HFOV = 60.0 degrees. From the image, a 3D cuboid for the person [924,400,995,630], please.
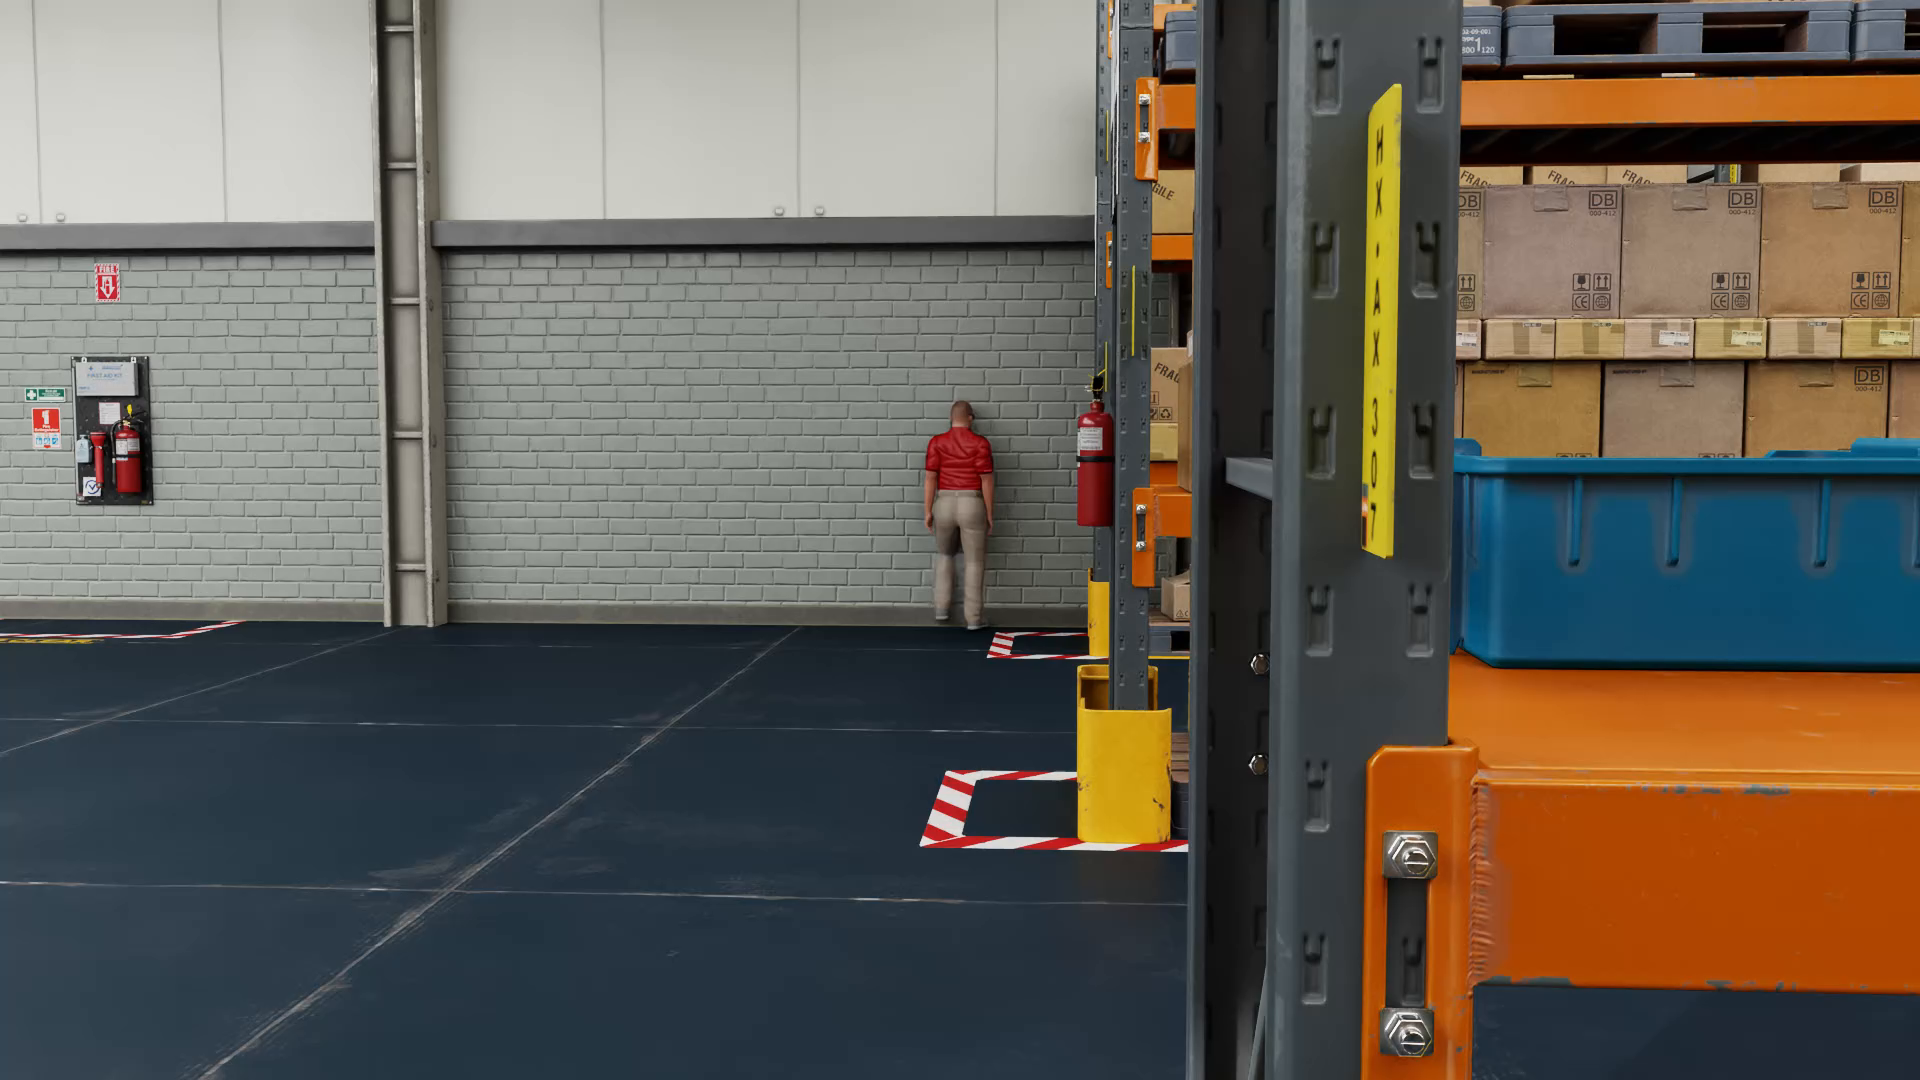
[{"bbox_3d":[0.018,-0.197,12.654,0.542,1.727,0.478,1,4,13],"label":"person"}]
